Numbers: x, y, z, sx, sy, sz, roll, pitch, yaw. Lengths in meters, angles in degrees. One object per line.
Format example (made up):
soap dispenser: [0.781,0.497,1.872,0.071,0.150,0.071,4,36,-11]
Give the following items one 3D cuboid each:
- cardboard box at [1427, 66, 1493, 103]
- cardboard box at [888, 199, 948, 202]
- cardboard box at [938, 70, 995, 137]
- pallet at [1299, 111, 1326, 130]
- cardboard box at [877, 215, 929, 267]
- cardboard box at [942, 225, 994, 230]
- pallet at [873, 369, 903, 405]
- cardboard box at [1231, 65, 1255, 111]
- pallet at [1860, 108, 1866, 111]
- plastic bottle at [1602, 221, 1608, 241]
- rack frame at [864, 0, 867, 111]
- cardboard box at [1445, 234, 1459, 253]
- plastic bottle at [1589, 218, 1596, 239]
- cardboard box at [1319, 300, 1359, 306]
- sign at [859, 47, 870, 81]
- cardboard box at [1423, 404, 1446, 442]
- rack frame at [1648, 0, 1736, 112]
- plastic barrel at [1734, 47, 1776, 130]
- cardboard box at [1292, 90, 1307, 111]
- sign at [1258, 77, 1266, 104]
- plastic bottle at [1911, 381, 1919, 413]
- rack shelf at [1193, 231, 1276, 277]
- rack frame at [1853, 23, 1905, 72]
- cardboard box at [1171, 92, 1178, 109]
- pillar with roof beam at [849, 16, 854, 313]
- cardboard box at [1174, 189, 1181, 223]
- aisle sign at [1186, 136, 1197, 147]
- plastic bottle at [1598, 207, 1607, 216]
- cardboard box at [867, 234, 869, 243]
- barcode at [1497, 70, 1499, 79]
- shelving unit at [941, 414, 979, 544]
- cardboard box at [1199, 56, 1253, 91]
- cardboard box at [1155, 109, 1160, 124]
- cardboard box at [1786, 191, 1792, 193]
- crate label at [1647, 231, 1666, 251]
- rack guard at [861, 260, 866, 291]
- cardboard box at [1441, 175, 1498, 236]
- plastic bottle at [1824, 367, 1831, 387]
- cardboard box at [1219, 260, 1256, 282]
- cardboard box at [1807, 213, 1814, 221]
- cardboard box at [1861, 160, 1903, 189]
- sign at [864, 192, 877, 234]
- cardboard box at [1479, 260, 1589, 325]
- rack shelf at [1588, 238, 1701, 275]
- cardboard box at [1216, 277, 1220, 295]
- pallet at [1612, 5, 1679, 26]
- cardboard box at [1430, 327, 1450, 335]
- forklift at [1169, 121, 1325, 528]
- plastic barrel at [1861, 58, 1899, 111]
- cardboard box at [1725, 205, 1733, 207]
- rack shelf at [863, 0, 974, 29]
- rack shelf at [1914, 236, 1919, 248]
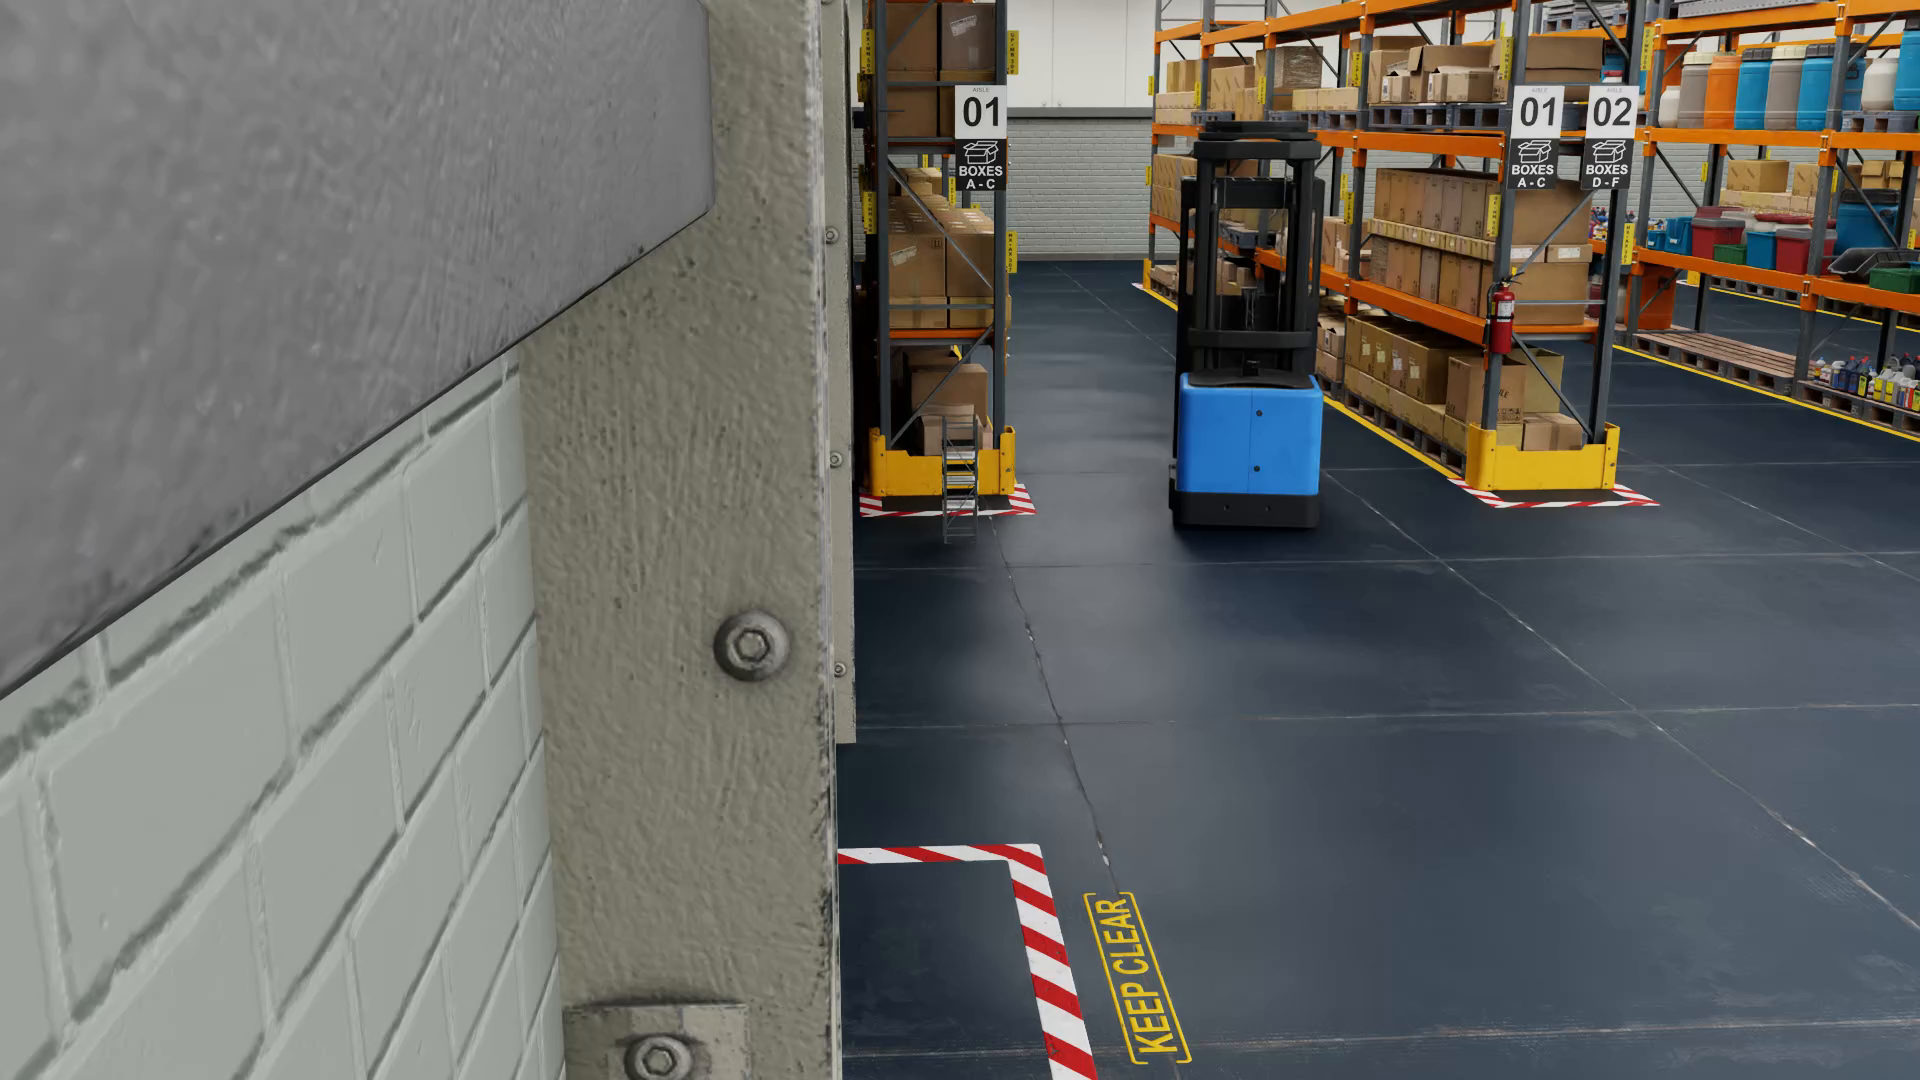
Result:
cardboard box: [4.431,-4.015,14.646,0.500,0.311,0.500,1,14,3]
cardboard box: [-0.501,-3.661,19.151,0.700,0.500,0.500,-1,14,-3]
cardboard box: [0.085,-3.434,13.092,0.500,0.500,0.500,-1,14,-2]
pallet: [4.508,-4.819,19.095,1.003,0.211,1.213,0,14,-1]
cardboard box: [-0.517,-2.758,15.483,0.500,0.500,0.500,0,14,-2]
cardboard box: [0.106,-2.383,14.023,0.500,0.500,0.500,-1,14,-3]
pallet: [-0.441,-1.674,18.109,1.003,0.211,1.213,-1,14,-3]
cardboard box: [4.100,-6.193,22.811,0.600,0.600,0.600,-1,15,-6]
pallet: [13.904,-6.663,26.062,1.003,0.211,1.213,-1,14,-3]
plastic bottle: [8.771,-4.194,22.563,0.097,0.271,0.097,0,14,0]
rack frame: [-0.887,-7.726,23.994,1.000,3.000,0.127,-1,14,-3]
cardboard box: [4.523,-2.625,14.705,0.380,0.149,0.250,0,14,-2]
plastic bottle: [8.727,-4.300,22.955,0.061,0.283,0.133,-1,14,-3]
cardboard box: [4.622,-2.791,20.403,0.500,0.311,0.500,-1,14,-4]
sign: [-0.945,-4.715,16.485,0.100,0.325,0.005,-1,14,-3]
cardboard box: [4.429,-1.038,14.717,0.500,0.250,0.500,-1,14,-3]
rack frame: [9.249,-6.884,20.722,1.000,3.000,0.127,-1,14,-3]
plastic barrel: [9.168,-5.128,18.910,0.600,0.901,0.708,-1,14,-3]
cardboard box: [4.389,-5.375,20.334,0.500,0.250,0.500,-2,15,-8]
sign: [3.763,-5.598,20.707,0.100,0.325,0.005,-1,14,-3]
plastic bottle: [9.168,-1.365,15.881,0.061,0.283,0.133,-1,14,-2]
rack shelf: [4.181,-4.052,23.199,1.077,0.370,4.000,-1,14,-3]
rack frame: [13.945,-7.955,24.886,1.000,3.000,0.127,-1,14,-3]
cardboard box: [3.669,-7.010,26.529,0.500,0.250,0.500,-1,14,-3]
pillar with roof beam: [2.503,-7.953,24.877,9.100,9.000,0.400,-1,14,-3]
cardboard box: [3.702,-5.323,26.493,0.500,0.500,0.500,-1,14,-2]
aisle sign: [4.111,-7.173,28.669,0.394,0.787,0.004,-1,14,-3]
plastic bottle: [9.396,-4.680,24.295,0.144,0.351,0.185,-1,14,-3]
cardboard box: [-1.043,-4.043,22.185,0.380,0.149,0.250,-1,14,-5]
barcode: [4.300,-3.715,13.260,0.001,0.075,0.075,-1,14,-3]
shelving unit: [0.000,-0.438,11.922,0.258,0.900,0.210,-1,14,-3]
cardboard box: [3.989,-7.004,25.000,0.700,0.500,0.500,-1,14,-3]
cardboard box: [3.587,-7.141,28.042,0.500,0.250,0.500,-1,14,-3]
cardboard box: [14.054,-5.747,28.047,0.500,0.250,0.500,-1,14,-5]
crate label: [8.901,-3.787,21.061,0.303,0.233,0.416,-1,14,-3]
rack guard: [-1.136,-4.611,28.943,1.175,0.500,0.348,-1,14,-3]
cardboard box: [4.711,-2.976,14.768,0.700,0.500,0.500,-1,14,-3]
plastic bottle: [9.092,-1.705,17.366,0.097,0.201,0.097,0,14,0]
cardboard box: [3.937,-3.766,23.272,0.500,0.250,0.500,-1,14,-4]
cardboard box: [13.582,-5.063,26.189,0.380,0.149,0.250,-1,14,-2]
cardboard box: [13.992,-5.425,24.879,0.797,0.503,0.637,-1,14,-5]
sign: [-0.699,-2.546,12.945,0.100,0.325,0.005,-1,14,-3]
cardboard box: [4.784,-2.078,13.883,0.700,0.500,0.500,-1,14,-3]
rack shelf: [9.125,-4.128,23.493,1.077,0.370,4.000,-1,14,-3]
cardboard box: [3.911,-3.519,23.819,0.500,0.500,0.500,-1,14,-3]
pallet: [9.235,-6.779,21.495,1.213,0.211,1.003,-1,14,-3]
cardboard box: [4.854,-1.782,16.105,0.500,0.500,0.500,-1,14,-3]
forklift: [2.275,-1.825,13.236,1.130,2.935,3.031,2,15,7]
plastic barrel: [9.327,-4.584,16.735,0.421,0.512,0.421,0,14,0]
cardboard box: [13.423,-5.702,28.673,0.380,0.149,0.250,-1,14,-5]
rack shelf: [-0.515,-5.692,18.334,1.077,0.370,4.000,-1,14,-3]
rack shelf: [14.068,-4.204,23.790,1.077,0.370,4.000,-1,14,-3]
